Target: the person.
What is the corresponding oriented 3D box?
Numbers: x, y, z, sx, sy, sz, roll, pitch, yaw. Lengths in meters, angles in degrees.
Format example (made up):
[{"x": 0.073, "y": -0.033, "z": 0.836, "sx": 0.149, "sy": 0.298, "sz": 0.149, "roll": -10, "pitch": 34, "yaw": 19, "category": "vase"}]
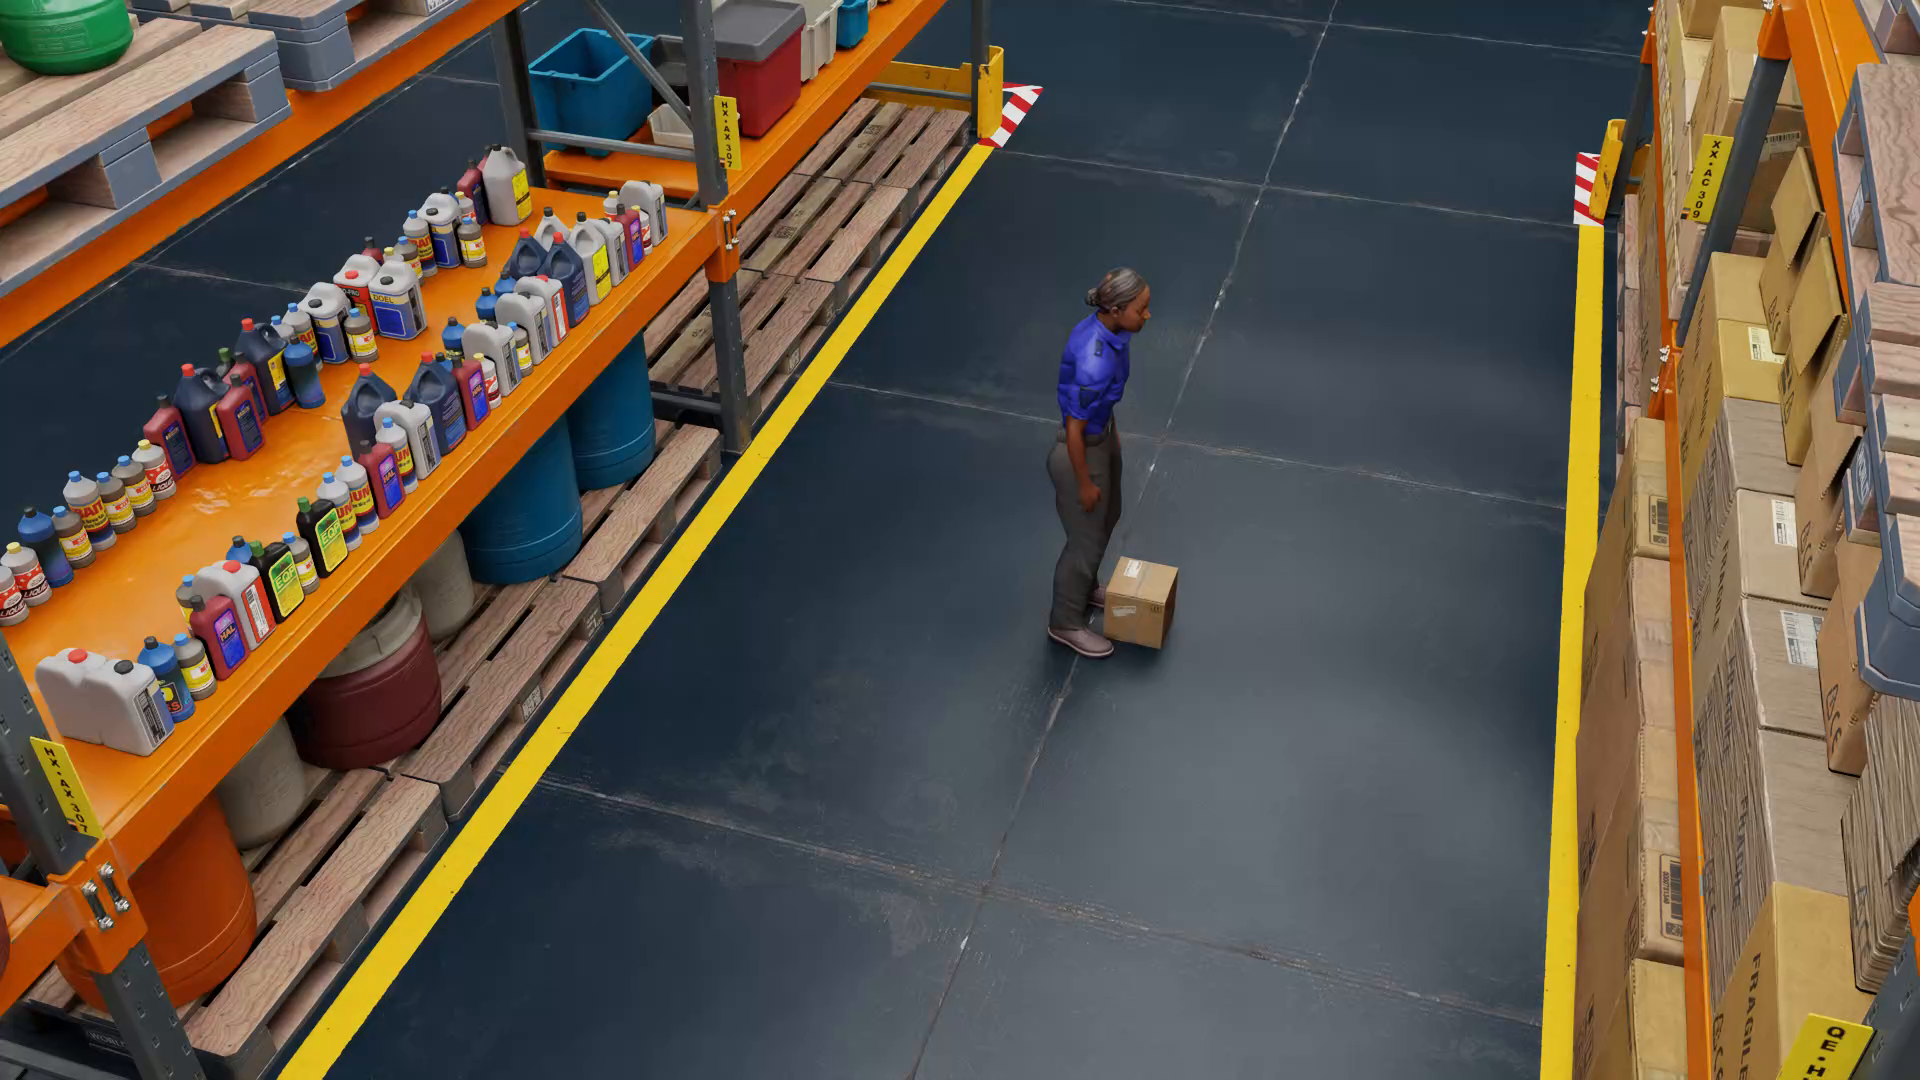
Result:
[{"x": 0.534, "y": -0.330, "z": 6.588, "sx": 0.352, "sy": 1.654, "sz": 0.512, "roll": 10, "pitch": 38, "yaw": 13, "category": "person"}]
